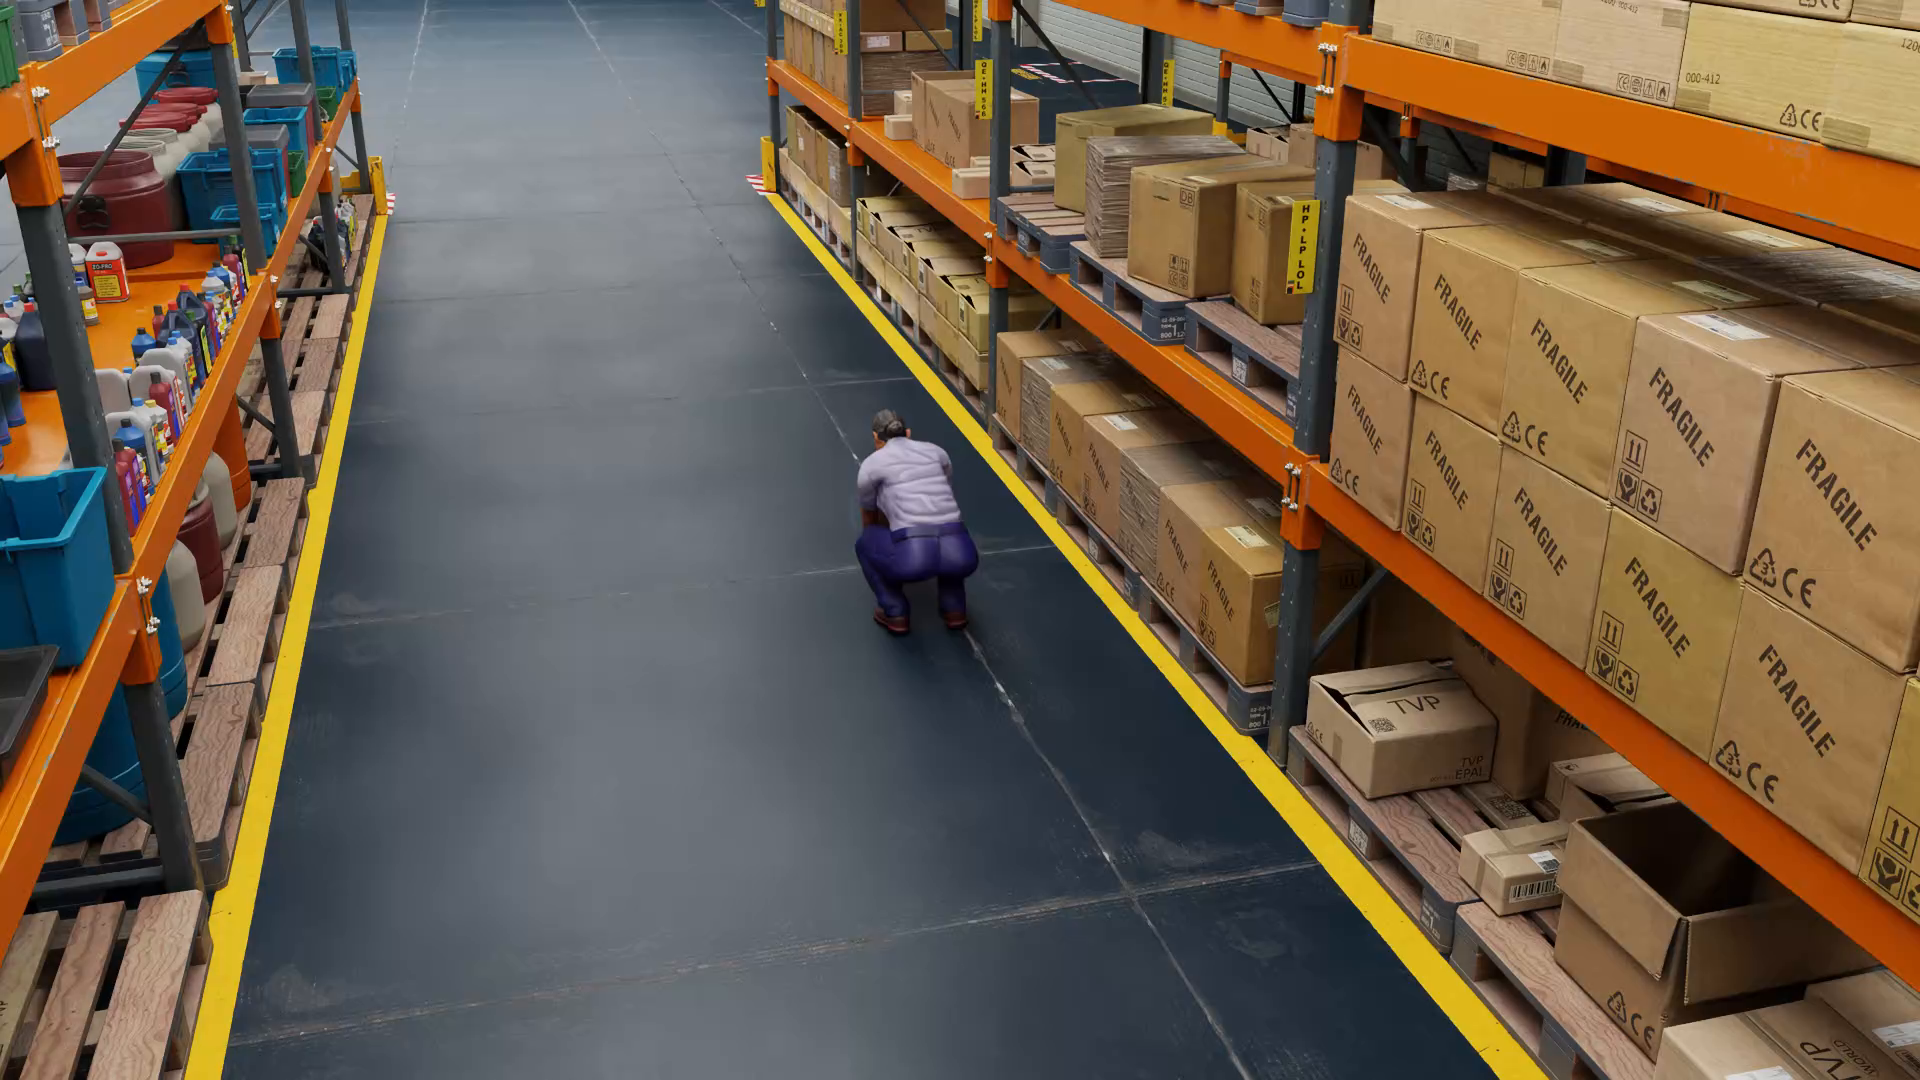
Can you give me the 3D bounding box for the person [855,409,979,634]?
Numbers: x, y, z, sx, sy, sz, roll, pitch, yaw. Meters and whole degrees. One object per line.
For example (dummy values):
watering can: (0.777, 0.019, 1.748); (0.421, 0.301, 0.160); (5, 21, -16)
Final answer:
person: (-0.221, -0.096, 7.763); (0.519, 0.942, 0.832); (-7, 24, -15)
